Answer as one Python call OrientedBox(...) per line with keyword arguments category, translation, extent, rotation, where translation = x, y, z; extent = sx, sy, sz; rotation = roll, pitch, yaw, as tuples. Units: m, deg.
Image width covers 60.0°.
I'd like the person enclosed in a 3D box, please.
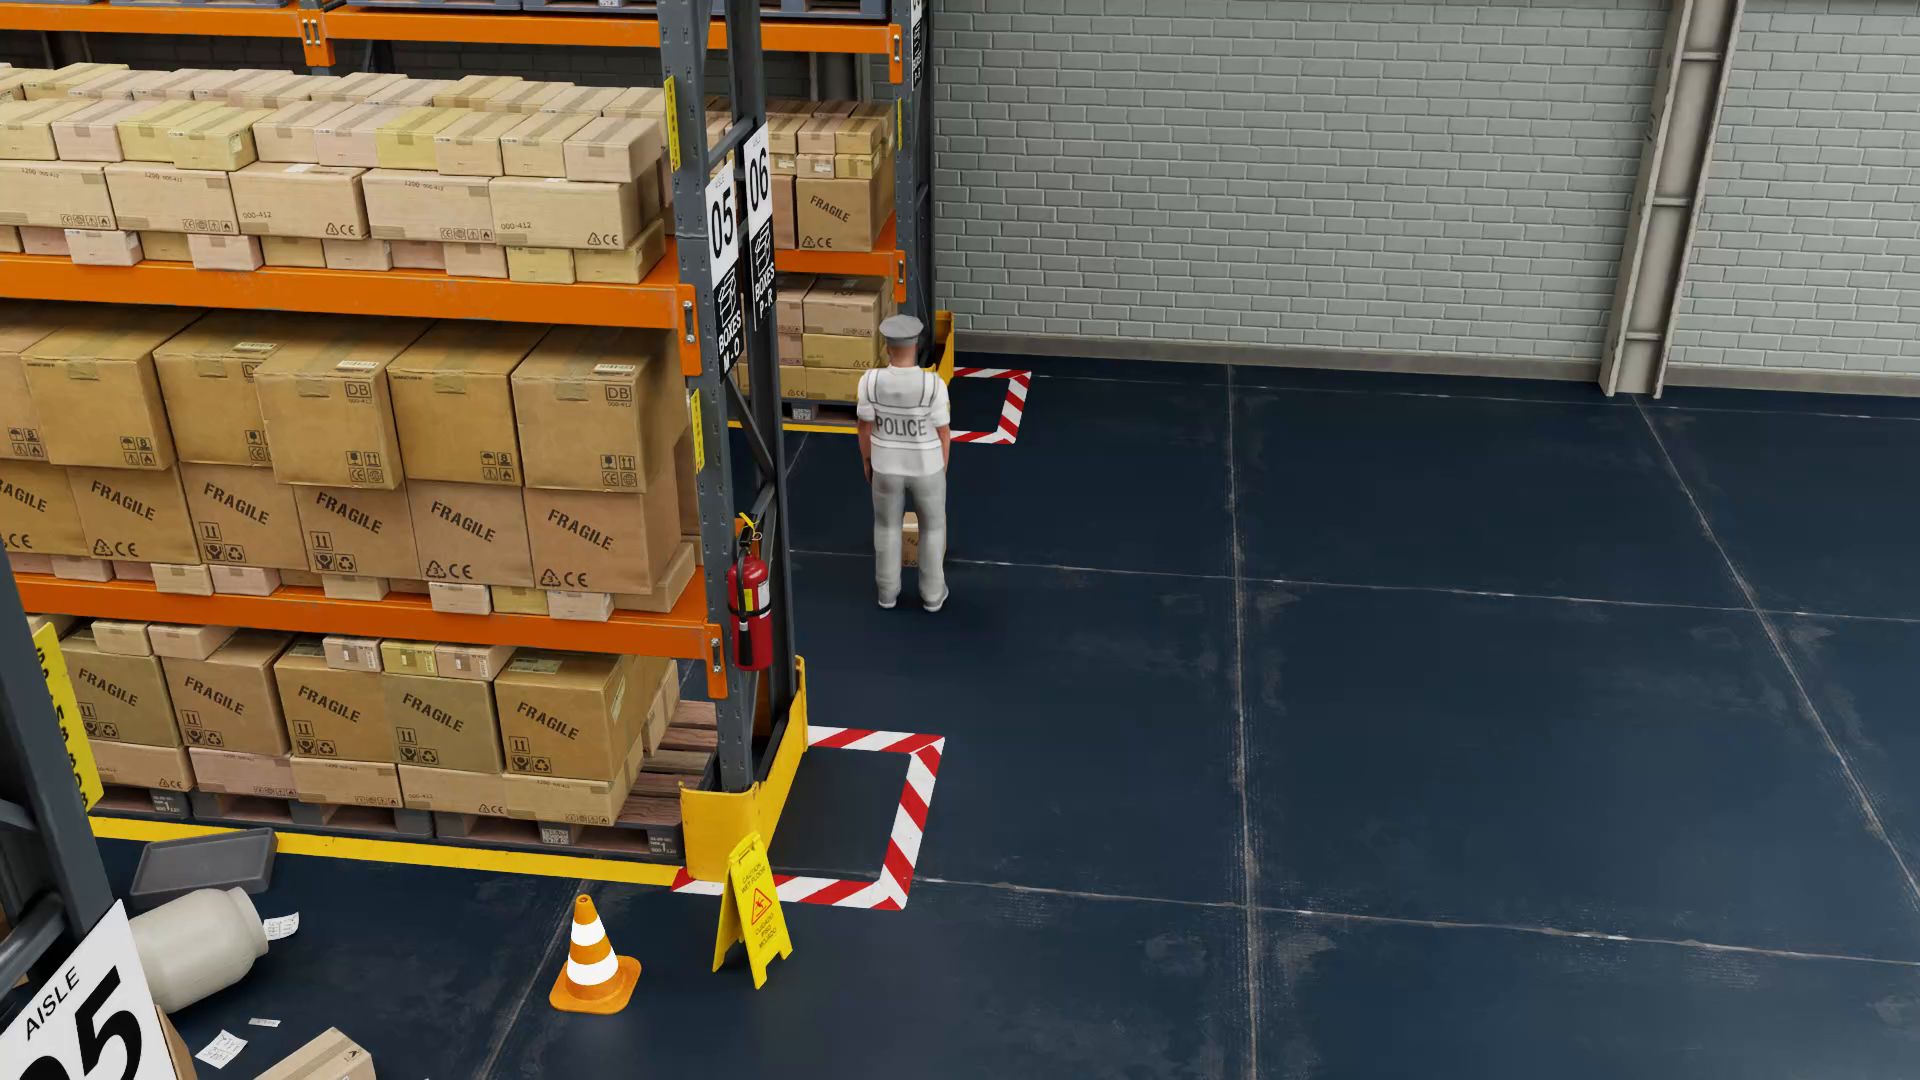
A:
OrientedBox(category="person", translation=(-0.308, -0.421, 9.413), extent=(0.528, 1.742, 0.393), rotation=(4, 28, 7))
